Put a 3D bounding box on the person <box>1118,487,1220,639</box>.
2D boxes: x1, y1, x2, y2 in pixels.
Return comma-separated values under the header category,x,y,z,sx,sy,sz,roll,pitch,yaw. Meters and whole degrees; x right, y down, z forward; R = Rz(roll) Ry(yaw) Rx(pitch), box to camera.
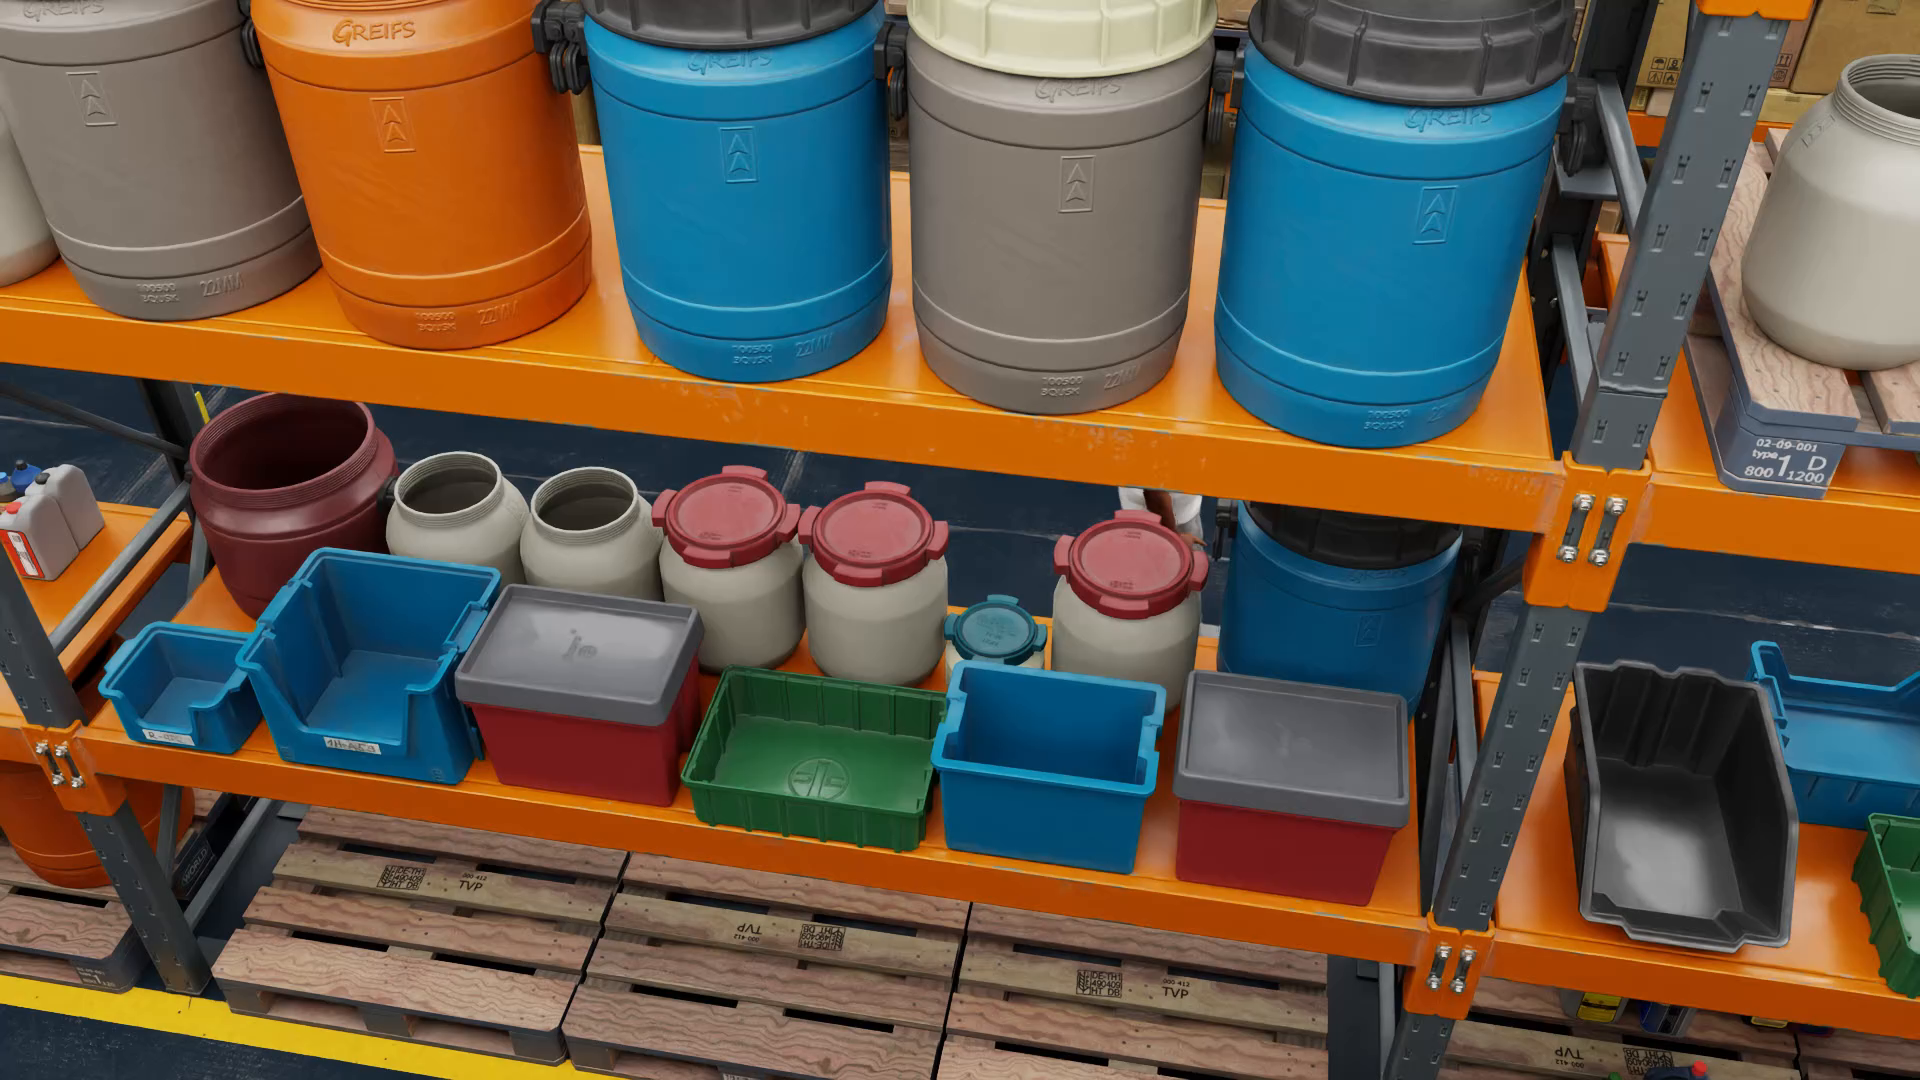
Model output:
category,x,y,z,sx,sy,sz,roll,pitch,yaw
person,0.854,-0.158,6.352,0.579,1.775,0.597,1,40,1
